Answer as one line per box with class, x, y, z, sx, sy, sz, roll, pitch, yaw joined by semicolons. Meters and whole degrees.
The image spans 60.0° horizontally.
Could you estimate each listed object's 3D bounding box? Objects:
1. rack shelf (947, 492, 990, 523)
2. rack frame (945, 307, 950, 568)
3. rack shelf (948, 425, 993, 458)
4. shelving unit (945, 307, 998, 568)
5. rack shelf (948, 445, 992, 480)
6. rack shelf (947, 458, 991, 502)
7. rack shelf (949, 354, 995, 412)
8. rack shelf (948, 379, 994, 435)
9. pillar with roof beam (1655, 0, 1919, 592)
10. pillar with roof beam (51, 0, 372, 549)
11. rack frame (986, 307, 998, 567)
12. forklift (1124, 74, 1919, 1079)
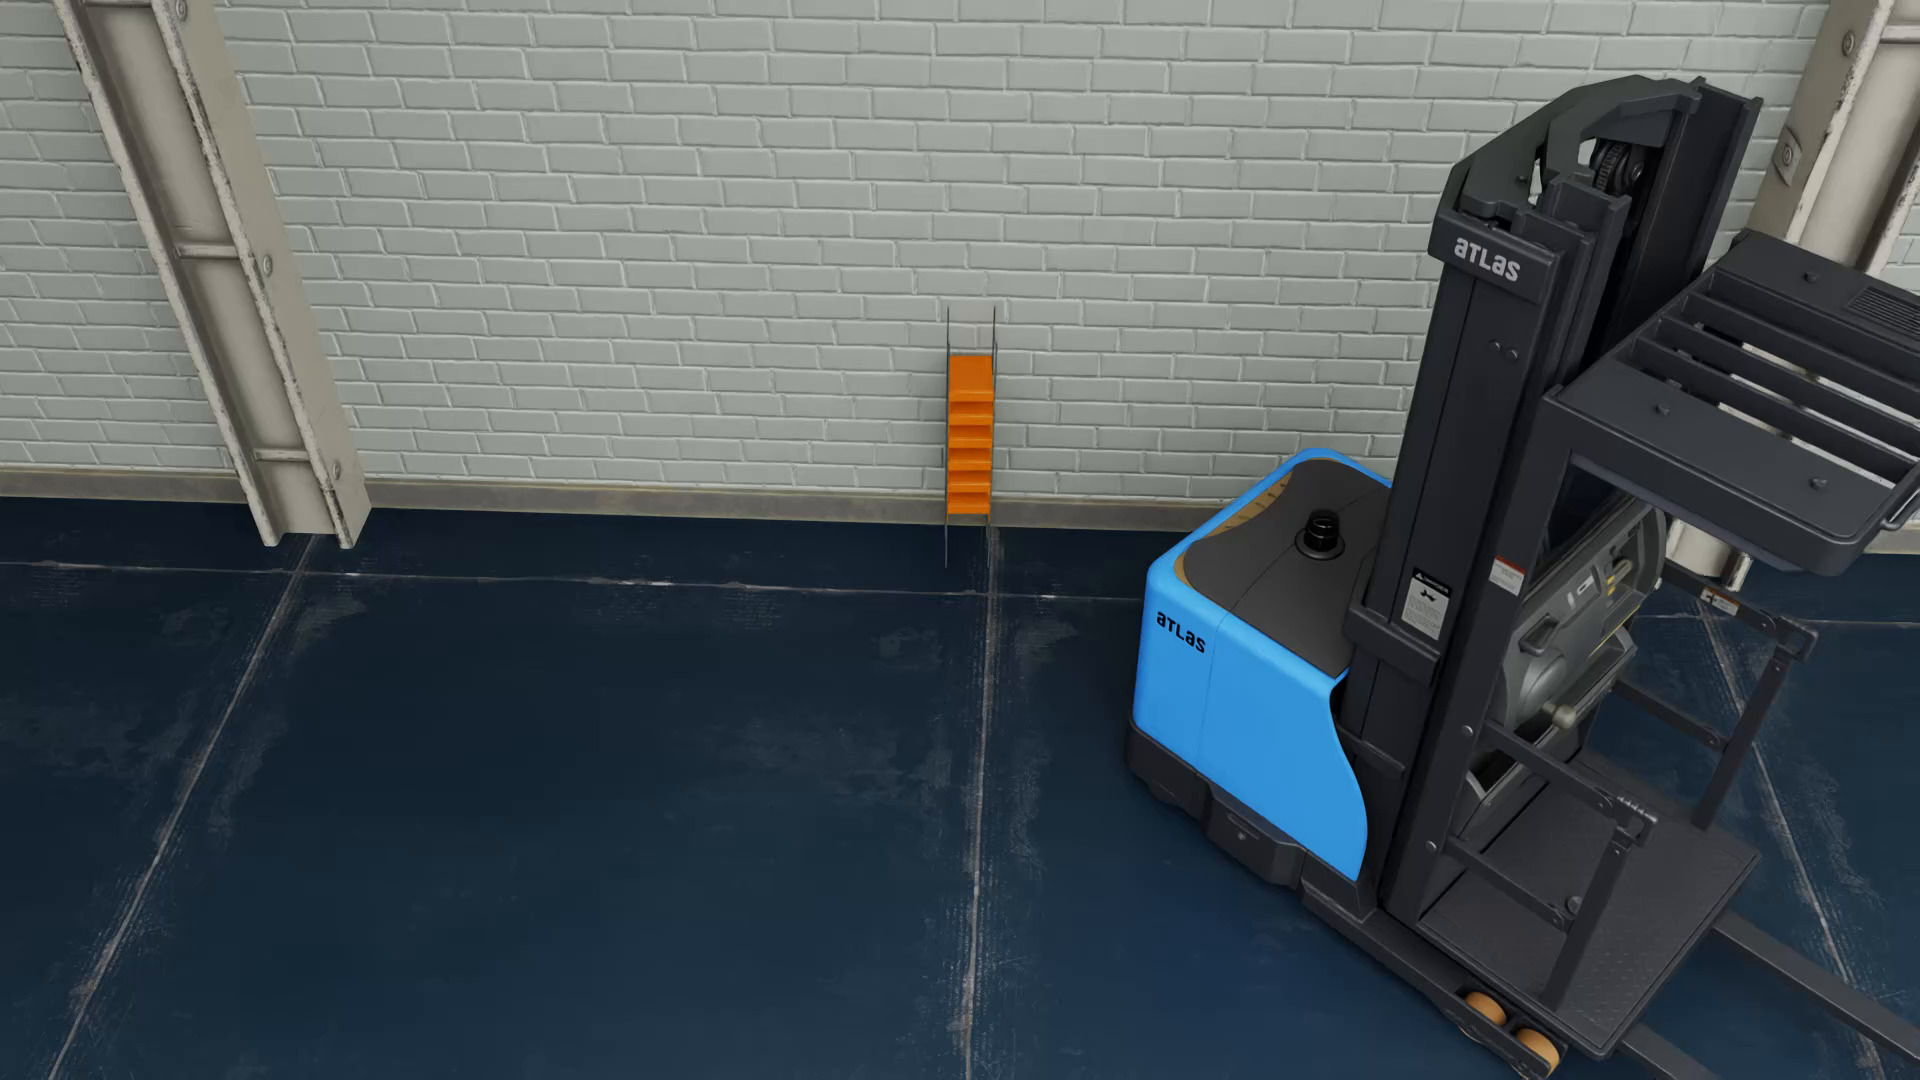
rack shelf;0.033;-0.193;7.076;0.180;0.103;0.258;0;43;-2
rack frame;-0.054;-0.400;6.879;0.006;1.200;0.240;0;43;-2
rack shelf;0.039;-0.455;6.830;0.180;0.103;0.258;0;43;-2
shelving unit;0.038;-0.400;6.882;0.189;1.200;0.258;0;43;-2
rack shelf;0.037;-0.368;6.912;0.180;0.103;0.258;0;43;-2
rack shelf;0.035;-0.280;6.994;0.180;0.103;0.258;0;43;-2
rack shelf;0.043;-0.630;6.666;0.180;0.103;0.258;0;43;-2
rack shelf;0.041;-0.543;6.748;0.180;0.103;0.258;0;43;-2
pillar with roof beam;2.944;-0.250;1.002;0.400;9.000;9.100;2;43;2
pillar with roof beam;-3.050;-0.435;1.200;0.400;9.000;9.100;2;43;2
rack frame;0.129;-0.401;6.884;0.006;1.200;0.240;0;43;-2
forklift;2.020;0.288;4.876;1.130;2.935;3.031;-34;53;-31
